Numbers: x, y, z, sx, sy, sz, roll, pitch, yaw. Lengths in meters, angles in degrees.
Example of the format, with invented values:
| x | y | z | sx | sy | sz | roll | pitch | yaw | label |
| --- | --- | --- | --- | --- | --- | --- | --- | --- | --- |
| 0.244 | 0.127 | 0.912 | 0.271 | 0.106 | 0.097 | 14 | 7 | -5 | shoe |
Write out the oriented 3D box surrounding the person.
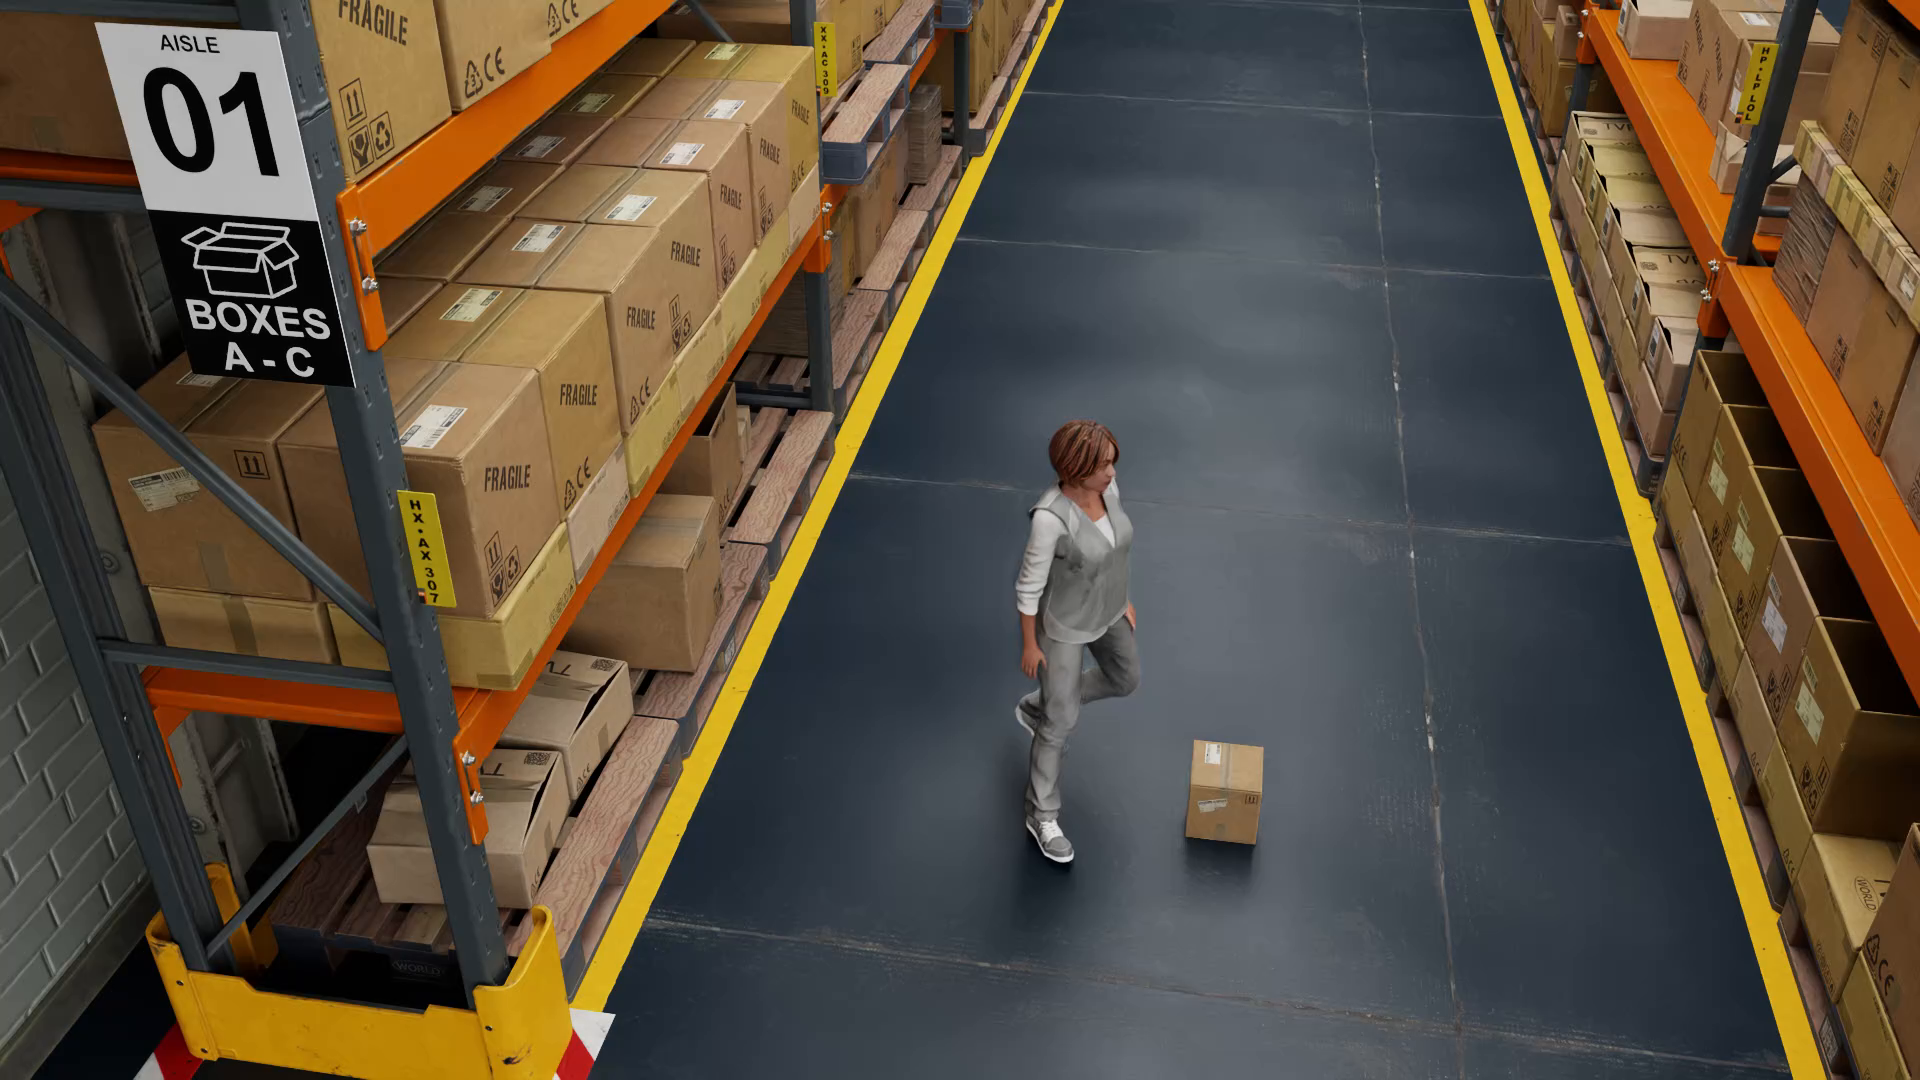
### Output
| x | y | z | sx | sy | sz | roll | pitch | yaw | label |
| --- | --- | --- | --- | --- | --- | --- | --- | --- | --- |
| 0.345 | 0.280 | 5.680 | 0.507 | 1.594 | 0.545 | 24 | 40 | 32 | person |
